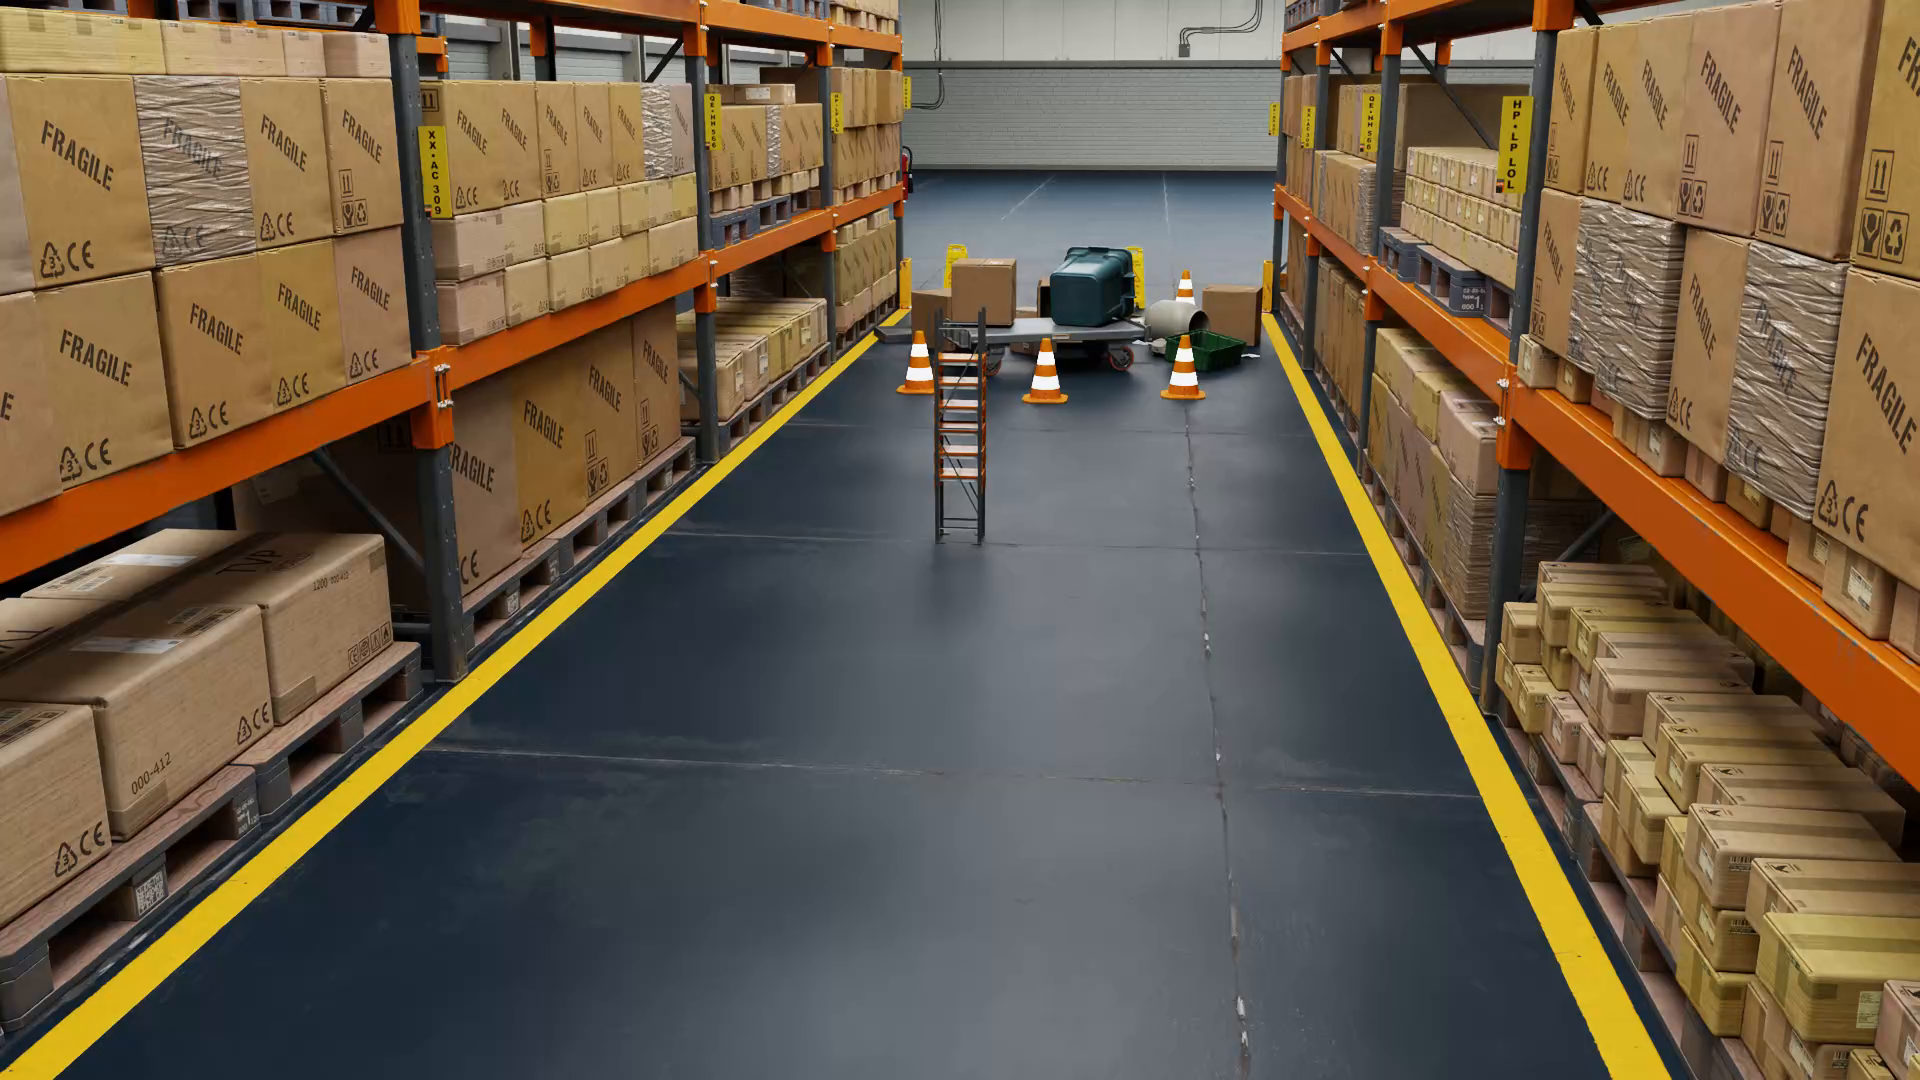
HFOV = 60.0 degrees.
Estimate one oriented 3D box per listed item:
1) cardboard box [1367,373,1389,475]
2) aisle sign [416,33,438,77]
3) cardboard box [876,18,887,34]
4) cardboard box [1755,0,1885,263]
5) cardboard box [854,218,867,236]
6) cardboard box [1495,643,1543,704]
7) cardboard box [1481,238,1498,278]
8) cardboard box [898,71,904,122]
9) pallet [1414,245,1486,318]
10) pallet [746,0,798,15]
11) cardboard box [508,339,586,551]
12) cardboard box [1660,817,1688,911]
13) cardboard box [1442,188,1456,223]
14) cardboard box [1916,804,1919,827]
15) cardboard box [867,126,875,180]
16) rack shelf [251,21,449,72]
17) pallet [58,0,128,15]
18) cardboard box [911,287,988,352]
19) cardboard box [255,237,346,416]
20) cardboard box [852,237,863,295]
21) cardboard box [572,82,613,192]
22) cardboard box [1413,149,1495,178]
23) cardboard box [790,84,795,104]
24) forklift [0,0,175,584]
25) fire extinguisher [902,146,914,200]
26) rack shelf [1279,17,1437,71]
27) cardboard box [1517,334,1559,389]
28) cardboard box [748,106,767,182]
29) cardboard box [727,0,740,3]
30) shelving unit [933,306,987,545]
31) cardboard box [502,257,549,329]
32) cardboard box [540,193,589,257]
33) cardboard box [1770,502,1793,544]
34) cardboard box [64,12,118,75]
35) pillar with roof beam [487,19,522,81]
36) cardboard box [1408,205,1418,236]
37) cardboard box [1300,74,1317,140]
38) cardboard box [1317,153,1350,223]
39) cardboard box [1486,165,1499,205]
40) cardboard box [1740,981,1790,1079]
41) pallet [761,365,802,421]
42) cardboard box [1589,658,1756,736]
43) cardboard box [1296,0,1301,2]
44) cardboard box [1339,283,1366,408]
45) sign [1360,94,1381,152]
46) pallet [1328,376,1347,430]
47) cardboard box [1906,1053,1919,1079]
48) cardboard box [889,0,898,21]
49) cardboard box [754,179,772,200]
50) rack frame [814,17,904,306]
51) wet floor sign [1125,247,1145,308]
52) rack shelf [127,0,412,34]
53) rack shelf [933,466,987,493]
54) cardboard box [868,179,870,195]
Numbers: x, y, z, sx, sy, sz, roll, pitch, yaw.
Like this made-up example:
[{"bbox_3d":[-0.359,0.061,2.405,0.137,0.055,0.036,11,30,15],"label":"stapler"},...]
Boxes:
[{"bbox_3d":[2.578,-0.642,9.275,0.500,0.500,0.500,1,15,4],"label":"cardboard box"},{"bbox_3d":[-5.749,-5.425,17.999,0.394,0.787,0.004,2,15,6],"label":"aisle sign"},{"bbox_3d":[-0.938,-5.109,16.545,0.380,0.149,0.250,2,15,8],"label":"cardboard box"},{"bbox_3d":[1.920,-0.814,3.250,0.500,0.500,0.500,2,15,9],"label":"cardboard box"},{"bbox_3d":[-1.075,-2.909,15.456,0.380,0.149,0.250,3,15,9],"label":"cardboard box"},{"bbox_3d":[2.100,0.474,5.821,0.380,0.149,0.250,1,15,4],"label":"cardboard box"},{"bbox_3d":[2.395,-1.172,6.926,0.380,0.149,0.250,1,15,3],"label":"cardboard box"},{"bbox_3d":[-0.957,-4.552,17.074,0.700,0.500,0.500,1,15,5],"label":"cardboard box"},{"bbox_3d":[2.729,-1.215,7.776,1.003,0.211,1.213,2,15,6],"label":"pallet"},{"bbox_3d":[-1.857,-3.910,11.990,1.213,0.211,1.003,2,15,6],"label":"pallet"},{"bbox_3d":[-2.385,-0.479,7.953,0.875,0.875,0.875,2,15,8],"label":"cardboard box"},{"bbox_3d":[1.934,0.802,4.037,0.380,0.149,0.250,2,15,9],"label":"cardboard box"},{"bbox_3d":[2.513,-1.594,7.916,0.380,0.149,0.250,2,15,6],"label":"cardboard box"},{"bbox_3d":[2.534,0.671,3.950,0.380,0.149,0.250,2,15,7],"label":"cardboard box"},{"bbox_3d":[-1.100,-3.669,15.724,0.500,0.500,0.500,2,15,7],"label":"cardboard box"},{"bbox_3d":[-6.274,-4.744,16.091,1.077,0.370,4.000,2,15,6],"label":"rack shelf"},{"bbox_3d":[-6.840,-3.913,12.000,1.003,0.211,1.213,2,15,9],"label":"pallet"},{"bbox_3d":[-0.094,-2.012,15.139,0.500,0.500,0.500,-14,20,-42],"label":"cardboard box"},{"bbox_3d":[-2.321,-0.691,5.280,0.500,0.500,0.500,1,15,5],"label":"cardboard box"},{"bbox_3d":[-1.184,-2.501,15.191,0.500,0.500,0.500,2,15,9],"label":"cardboard box"},{"bbox_3d":[-1.994,-1.938,7.975,0.500,0.500,0.500,1,15,5],"label":"cardboard box"},{"bbox_3d":[2.639,-2.007,8.874,0.380,0.149,0.250,1,15,5],"label":"cardboard box"},{"bbox_3d":[-1.460,-3.381,12.612,0.380,0.149,0.250,1,15,5],"label":"cardboard box"},{"bbox_3d":[-4.873,-1.520,8.669,1.130,2.935,3.031,-3,15,-11],"label":"forklift"},{"bbox_3d":[-0.645,-3.995,17.839,0.296,0.674,0.183,2,15,6],"label":"fire extinguisher"},{"bbox_3d":[3.588,-4.479,15.111,1.077,0.370,4.000,2,15,6],"label":"rack shelf"},{"bbox_3d":[2.103,-0.600,5.614,0.380,0.149,0.250,2,15,8],"label":"cardboard box"},{"bbox_3d":[-1.633,-2.719,11.407,0.500,0.500,0.500,2,15,7],"label":"cardboard box"},{"bbox_3d":[-1.875,-3.836,11.158,0.797,0.503,0.637,2,15,6],"label":"cardboard box"},{"bbox_3d":[0.002,-0.583,8.519,0.258,1.200,0.189,2,15,6],"label":"shelving unit"},{"bbox_3d":[-2.101,-1.072,7.169,0.500,0.250,0.500,1,15,5],"label":"cardboard box"},{"bbox_3d":[-2.026,-1.445,7.590,0.500,0.250,0.500,2,15,7],"label":"cardboard box"},{"bbox_3d":[1.997,-0.050,3.583,0.380,0.149,0.250,1,15,4],"label":"cardboard box"},{"bbox_3d":[-2.408,-1.265,4.245,0.380,0.149,0.250,2,15,6],"label":"cardboard box"},{"bbox_3d":[-2.068,-8.333,22.240,9.100,9.000,0.400,2,15,6],"label":"pillar with roof beam"},{"bbox_3d":[2.630,-1.724,8.968,0.380,0.149,0.250,2,15,9],"label":"cardboard box"},{"bbox_3d":[3.385,-3.694,14.221,0.875,0.550,0.550,2,15,6],"label":"cardboard box"},{"bbox_3d":[2.980,-2.648,12.518,0.500,0.500,0.500,2,15,7],"label":"cardboard box"},{"bbox_3d":[2.401,-1.468,6.881,0.380,0.149,0.250,2,15,6],"label":"cardboard box"},{"bbox_3d":[1.919,1.083,3.566,0.380,0.149,0.250,2,15,7],"label":"cardboard box"},{"bbox_3d":[-1.789,-1.114,12.377,1.003,0.211,1.213,2,15,6],"label":"pallet"},{"bbox_3d":[2.029,0.454,4.756,0.380,0.149,0.250,2,15,7],"label":"cardboard box"},{"bbox_3d":[3.314,-5.068,15.396,0.380,0.149,0.250,2,15,6],"label":"cardboard box"},{"bbox_3d":[3.165,-1.321,11.306,1.050,0.750,0.750,2,15,7],"label":"cardboard box"},{"bbox_3d":[2.359,-2.397,9.560,0.100,0.325,0.005,2,15,6],"label":"sign"},{"bbox_3d":[3.215,-0.994,11.933,1.003,0.211,1.213,2,15,6],"label":"pallet"},{"bbox_3d":[1.816,0.994,2.756,0.380,0.149,0.250,2,15,7],"label":"cardboard box"},{"bbox_3d":[-0.906,-5.395,16.839,0.500,0.250,0.500,2,15,6],"label":"cardboard box"},{"bbox_3d":[-1.567,-2.520,11.911,0.380,0.149,0.250,2,15,8],"label":"cardboard box"},{"bbox_3d":[-1.116,-4.017,17.770,1.000,3.000,0.127,2,15,6],"label":"rack frame"},{"bbox_3d":[1.850,-2.826,17.878,0.267,0.644,0.232,-1,15,-3],"label":"wet floor sign"},{"bbox_3d":[-2.696,-1.486,4.044,1.077,0.370,4.000,2,15,6],"label":"rack shelf"},{"bbox_3d":[0.002,-0.308,8.594,0.258,0.103,0.180,2,15,6],"label":"rack shelf"},{"bbox_3d":[-1.059,-3.328,15.704,0.380,0.149,0.250,2,15,6],"label":"cardboard box"}]
